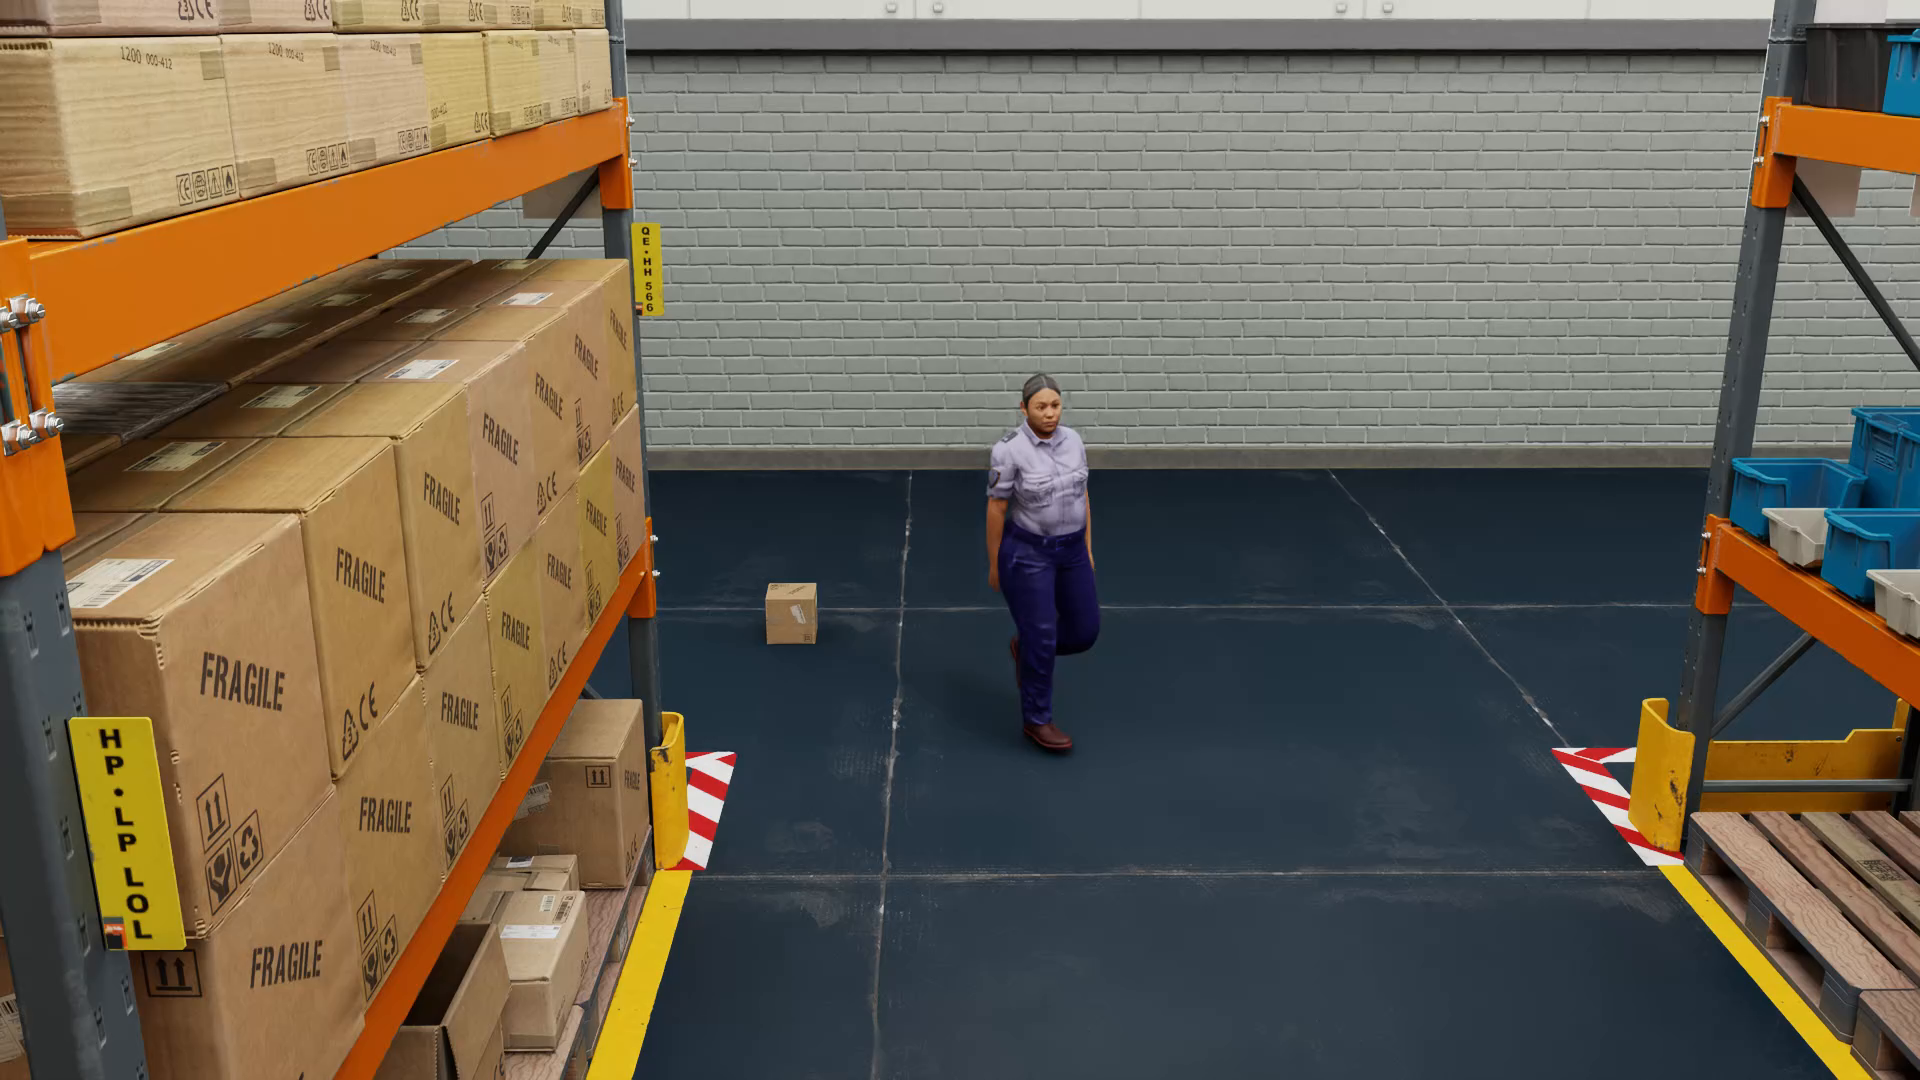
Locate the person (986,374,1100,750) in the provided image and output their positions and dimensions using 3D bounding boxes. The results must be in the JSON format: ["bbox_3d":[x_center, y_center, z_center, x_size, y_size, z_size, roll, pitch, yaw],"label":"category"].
[{"bbox_3d":[0.337,0.062,7.301,0.505,1.630,0.630,-11,20,-31],"label":"person"}]
